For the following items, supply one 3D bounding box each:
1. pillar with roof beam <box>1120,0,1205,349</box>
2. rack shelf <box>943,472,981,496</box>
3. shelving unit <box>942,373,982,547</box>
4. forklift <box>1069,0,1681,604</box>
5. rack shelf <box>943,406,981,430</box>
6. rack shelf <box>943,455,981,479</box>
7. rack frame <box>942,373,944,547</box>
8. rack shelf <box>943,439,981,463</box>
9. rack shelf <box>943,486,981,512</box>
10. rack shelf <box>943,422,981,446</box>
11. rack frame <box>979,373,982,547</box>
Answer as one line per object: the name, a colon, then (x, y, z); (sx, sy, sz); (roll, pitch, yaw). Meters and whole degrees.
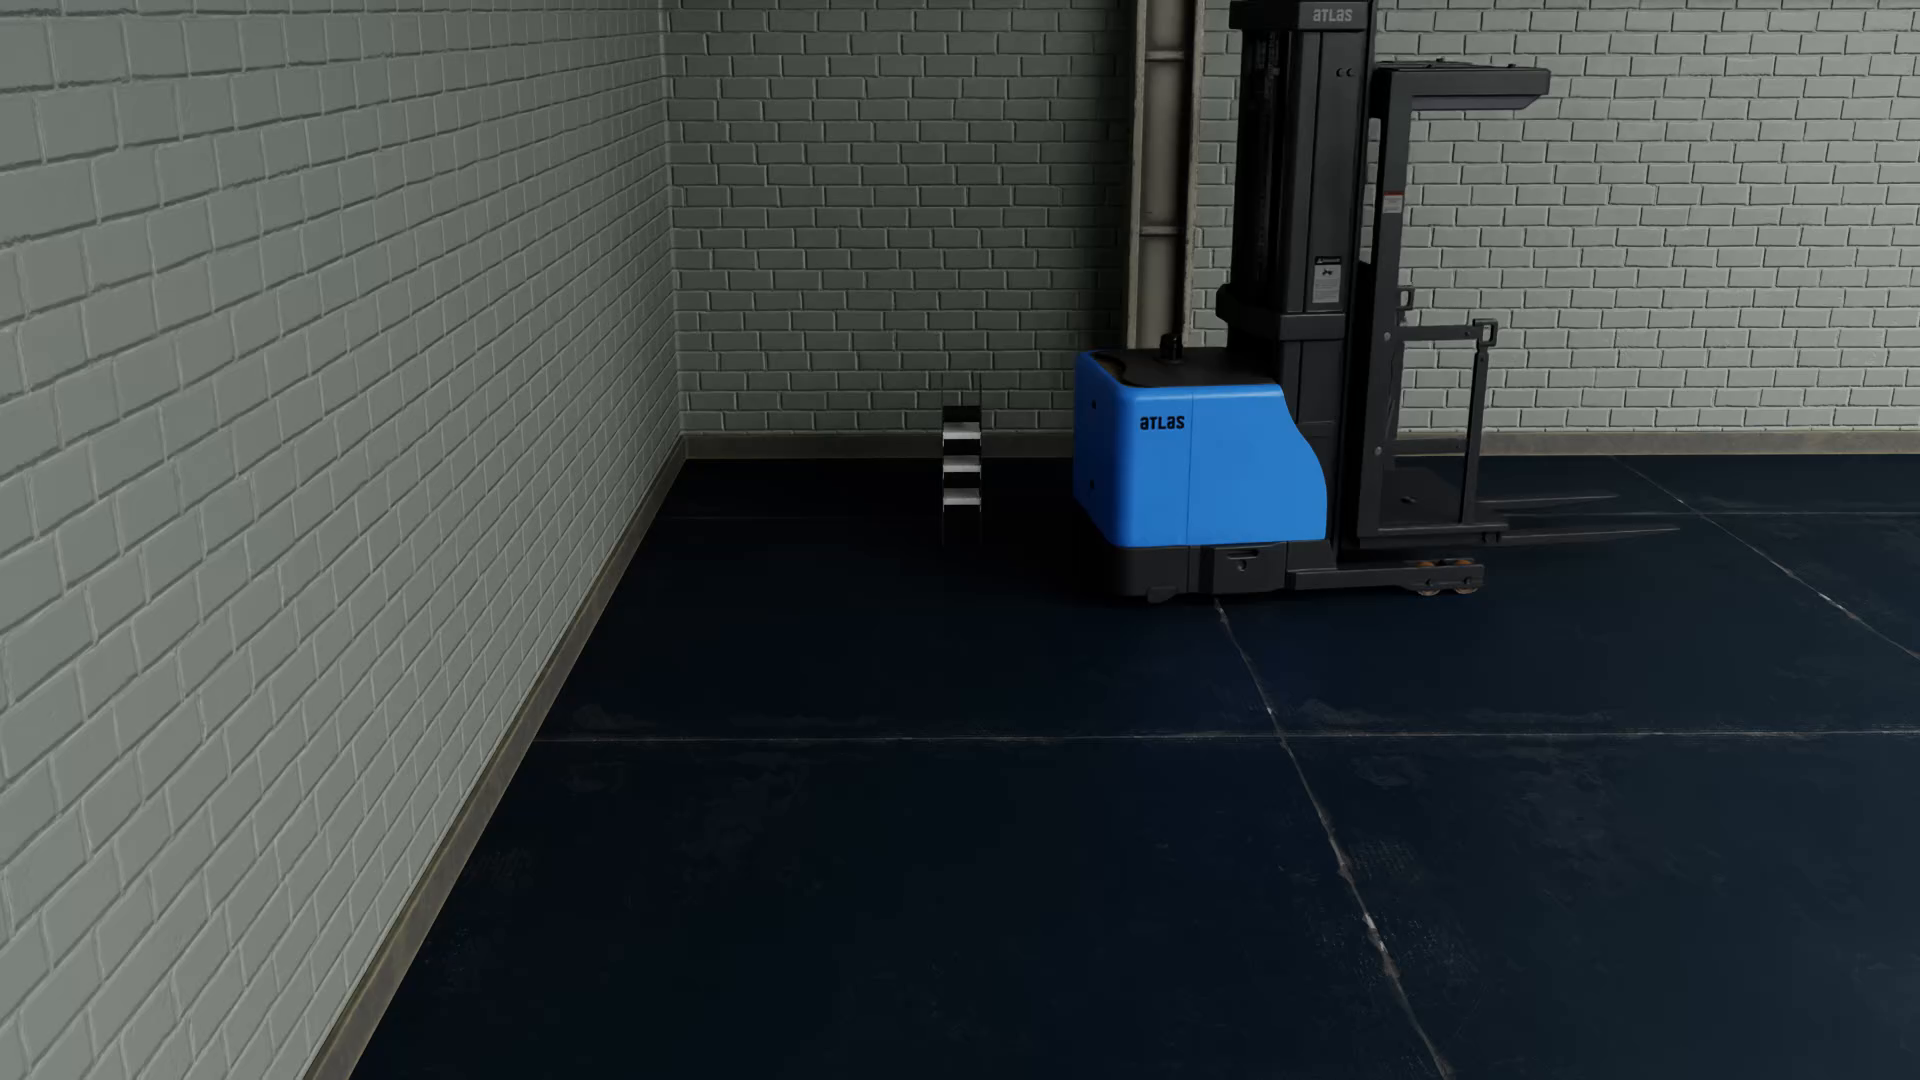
pillar with roof beam: (1.283, -3.468, 5.127); (0.400, 9.000, 9.100); (0, 18, -1)
rack shelf: (0.008, -0.311, 8.948); (0.200, 0.077, 0.258); (0, 18, -1)
shelving unit: (0.008, -0.429, 8.910); (0.210, 0.900, 0.258); (0, 18, -1)
forklift: (2.142, -1.276, 8.228); (3.031, 2.935, 1.130); (-2, 18, -8)
rack shelf: (0.008, -0.654, 8.838); (0.200, 0.077, 0.258); (0, 18, -1)
rack shelf: (0.008, -0.397, 8.920); (0.200, 0.077, 0.258); (0, 18, -1)
rack frame: (-0.094, -0.428, 8.909); (0.006, 0.900, 0.240); (0, 18, -1)
rack shelf: (0.008, -0.482, 8.893); (0.200, 0.077, 0.258); (0, 18, -1)
rack shelf: (0.008, -0.225, 8.975); (0.200, 0.077, 0.258); (0, 18, -1)
rack shelf: (0.008, -0.568, 8.865); (0.200, 0.077, 0.258); (0, 18, -1)
rack frame: (0.110, -0.429, 8.912); (0.006, 0.900, 0.240); (0, 18, -1)
